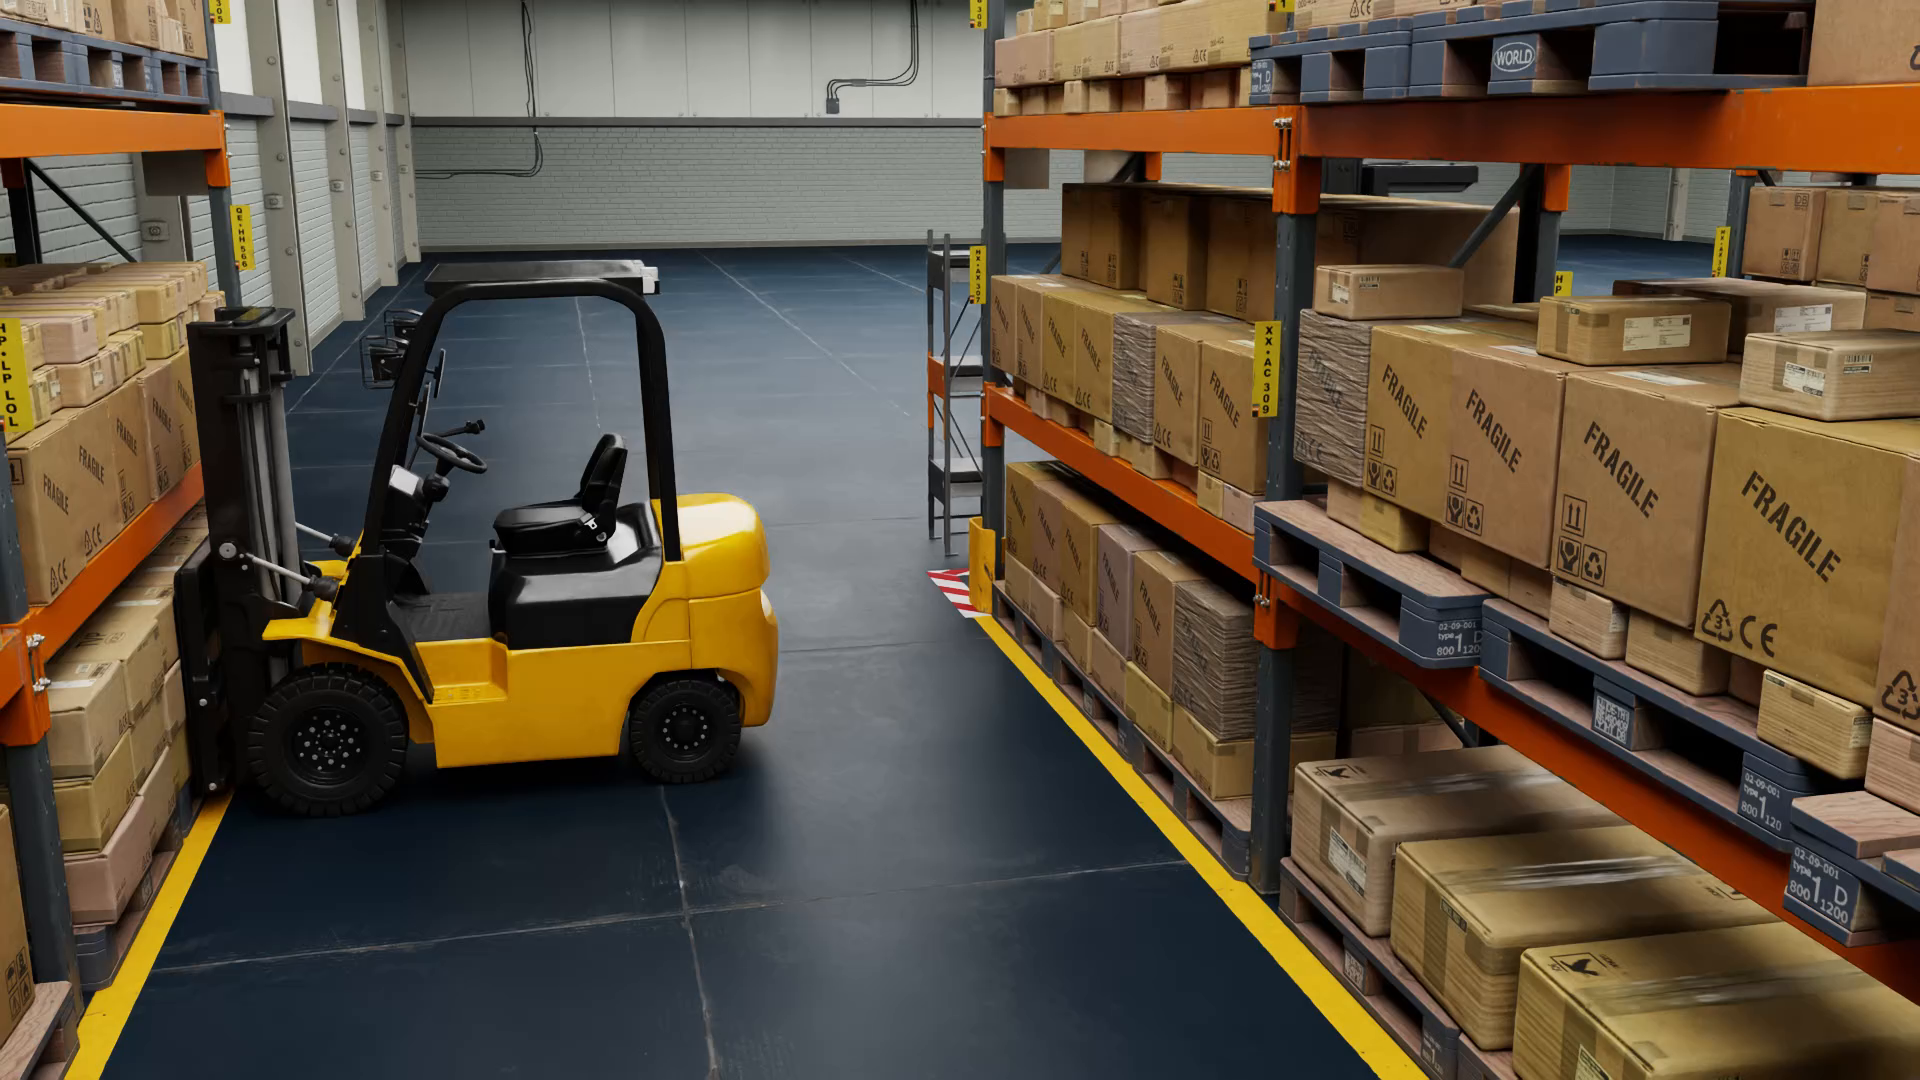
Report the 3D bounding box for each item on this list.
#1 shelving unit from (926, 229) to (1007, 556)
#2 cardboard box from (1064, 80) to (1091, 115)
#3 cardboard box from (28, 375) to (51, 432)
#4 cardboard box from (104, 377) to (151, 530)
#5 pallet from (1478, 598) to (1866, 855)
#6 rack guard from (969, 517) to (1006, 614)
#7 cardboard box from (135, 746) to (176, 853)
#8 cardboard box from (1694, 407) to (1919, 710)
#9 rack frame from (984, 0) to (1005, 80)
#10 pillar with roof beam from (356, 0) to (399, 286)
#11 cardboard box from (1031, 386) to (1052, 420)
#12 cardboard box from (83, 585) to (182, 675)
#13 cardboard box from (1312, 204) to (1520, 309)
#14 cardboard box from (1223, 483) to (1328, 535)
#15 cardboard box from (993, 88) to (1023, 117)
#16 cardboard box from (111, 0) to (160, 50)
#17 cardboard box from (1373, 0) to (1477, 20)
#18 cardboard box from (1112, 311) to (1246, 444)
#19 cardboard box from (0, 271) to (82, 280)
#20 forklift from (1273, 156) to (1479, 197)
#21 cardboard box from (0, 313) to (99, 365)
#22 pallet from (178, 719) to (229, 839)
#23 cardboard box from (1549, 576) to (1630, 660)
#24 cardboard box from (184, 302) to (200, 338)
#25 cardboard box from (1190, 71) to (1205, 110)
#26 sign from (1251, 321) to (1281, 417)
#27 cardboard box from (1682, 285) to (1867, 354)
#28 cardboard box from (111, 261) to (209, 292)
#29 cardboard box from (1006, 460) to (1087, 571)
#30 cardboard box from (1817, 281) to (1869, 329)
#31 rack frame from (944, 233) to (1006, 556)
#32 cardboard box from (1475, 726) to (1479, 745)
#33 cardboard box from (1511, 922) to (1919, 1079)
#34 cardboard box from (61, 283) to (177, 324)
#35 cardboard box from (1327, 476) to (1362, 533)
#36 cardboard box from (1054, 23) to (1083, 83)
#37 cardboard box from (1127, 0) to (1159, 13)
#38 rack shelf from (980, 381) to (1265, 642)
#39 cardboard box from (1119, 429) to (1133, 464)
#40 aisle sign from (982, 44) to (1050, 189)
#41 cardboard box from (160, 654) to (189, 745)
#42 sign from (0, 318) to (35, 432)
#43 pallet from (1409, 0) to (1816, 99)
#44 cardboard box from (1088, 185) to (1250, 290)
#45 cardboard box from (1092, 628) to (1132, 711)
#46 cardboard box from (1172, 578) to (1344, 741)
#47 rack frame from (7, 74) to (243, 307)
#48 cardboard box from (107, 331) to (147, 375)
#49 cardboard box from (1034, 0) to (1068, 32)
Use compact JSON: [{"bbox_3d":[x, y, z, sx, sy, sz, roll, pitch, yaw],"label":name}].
[{"bbox_3d":[0.039,-0.982,11.022,0.431,2.100,0.503,-3,14,-13],"label":"shelving unit"},{"bbox_3d":[0.702,-2.058,7.738,0.380,0.149,0.250,-3,14,-13],"label":"cardboard box"},{"bbox_3d":[-3.134,-0.426,5.274,0.380,0.149,0.250,-3,14,-12],"label":"cardboard box"},{"bbox_3d":[-3.361,-0.316,6.190,0.500,0.500,0.500,-3,14,-14],"label":"cardboard box"},{"bbox_3d":[2.006,0.369,3.999,1.003,0.211,1.213,-3,14,-13],"label":"pallet"},{"bbox_3d":[0.650,0.117,9.896,1.175,0.500,0.348,-3,14,-13],"label":"rack guard"},{"bbox_3d":[-3.179,0.971,6.042,0.500,0.250,0.500,-4,14,-14],"label":"cardboard box"},{"bbox_3d":[1.882,0.009,3.347,0.500,0.500,0.500,-4,14,-17],"label":"cardboard box"},{"bbox_3d":[0.632,-4.029,8.959,1.000,3.000,0.127,-3,14,-13],"label":"rack frame"},{"bbox_3d":[-6.356,-9.317,30.604,9.100,9.000,0.400,-3,14,-13],"label":"pillar with roof beam"},{"bbox_3d":[0.582,-0.719,8.578,0.380,0.149,0.250,-3,14,-12],"label":"cardboard box"},{"bbox_3d":[-3.299,0.370,6.396,0.500,0.250,0.500,-3,14,-11],"label":"cardboard box"},{"bbox_3d":[1.679,-0.985,6.193,0.700,0.500,0.500,-3,14,-14],"label":"cardboard box"},{"bbox_3d":[1.200,-0.127,6.157,0.380,0.149,0.250,-3,14,-14],"label":"cardboard box"},{"bbox_3d":[0.394,-2.356,8.957,0.380,0.149,0.250,-3,14,-13],"label":"cardboard box"},{"bbox_3d":[-3.708,-2.265,6.753,0.700,0.500,0.500,-3,14,-13],"label":"cardboard box"},{"bbox_3d":[1.439,-1.506,4.384,0.500,0.250,0.500,-3,14,-14],"label":"cardboard box"},{"bbox_3d":[0.972,-0.712,7.183,0.500,0.500,0.500,-3,14,-12],"label":"cardboard box"},{"bbox_3d":[-4.216,-1.134,7.544,0.380,0.149,0.250,-3,14,-12],"label":"cardboard box"},{"bbox_3d":[3.054,-1.683,12.139,3.031,2.935,1.130,-2,14,-8],"label":"forklift"},{"bbox_3d":[-3.217,-0.692,5.734,0.380,0.149,0.250,-3,14,-12],"label":"cardboard box"},{"bbox_3d":[-3.689,0.972,7.003,1.003,0.211,1.213,-3,14,-13],"label":"pallet"},{"bbox_3d":[1.673,0.173,4.043,0.380,0.149,0.250,-3,14,-11],"label":"cardboard box"},{"bbox_3d":[-3.748,-1.016,7.689,0.380,0.149,0.250,-3,14,-12],"label":"cardboard box"},{"bbox_3d":[1.130,-1.765,6.541,0.380,0.149,0.250,-4,14,-15],"label":"cardboard box"},{"bbox_3d":[1.046,-0.581,5.660,0.100,0.325,0.005,-3,14,-13],"label":"sign"},{"bbox_3d":[2.161,-0.590,4.434,0.380,0.149,0.250,-4,14,-16],"label":"cardboard box"},{"bbox_3d":[-3.903,-1.275,8.120,0.380,0.149,0.250,-3,14,-13],"label":"cardboard box"},{"bbox_3d":[0.559,-0.141,9.011,0.500,0.500,0.500,-4,14,-15],"label":"cardboard box"},{"bbox_3d":[5.701,-1.278,10.023,0.875,0.550,0.550,-3,14,-13],"label":"cardboard box"},{"bbox_3d":[0.096,-0.926,10.791,0.400,2.100,0.015,-3,14,-13],"label":"rack frame"},{"bbox_3d":[2.643,0.698,7.512,0.500,0.500,0.500,7,15,26],"label":"cardboard box"},{"bbox_3d":[2.034,1.327,4.327,0.950,0.372,0.625,-3,14,-11],"label":"cardboard box"},{"bbox_3d":[-3.506,-0.986,6.938,0.380,0.149,0.250,-3,14,-12],"label":"cardboard box"},{"bbox_3d":[1.394,-0.129,5.280,0.380,0.149,0.250,-3,14,-12],"label":"cardboard box"},{"bbox_3d":[0.745,-2.278,7.802,0.500,0.250,0.500,-3,14,-12],"label":"cardboard box"},{"bbox_3d":[0.915,-2.271,6.932,0.380,0.149,0.250,-3,14,-13],"label":"cardboard box"},{"bbox_3d":[1.102,-0.304,7.868,1.077,0.370,4.000,-3,14,-13],"label":"rack shelf"},{"bbox_3d":[0.927,-0.422,7.364,0.380,0.149,0.250,-4,14,-14],"label":"cardboard box"},{"bbox_3d":[0.316,-2.375,9.350,0.394,0.787,0.004,-3,14,-13],"label":"aisle sign"},{"bbox_3d":[-3.293,0.613,6.454,0.500,0.250,0.500,-3,14,-14],"label":"cardboard box"},{"bbox_3d":[-2.727,-0.471,4.763,0.100,0.325,0.005,-3,14,-13],"label":"sign"},{"bbox_3d":[1.860,-1.171,3.974,1.213,0.211,1.003,-3,14,-13],"label":"pallet"},{"bbox_3d":[1.076,-1.571,8.593,0.700,0.500,0.500,-3,14,-13],"label":"cardboard box"},{"bbox_3d":[0.922,0.578,7.649,0.500,0.250,0.500,-3,14,-12],"label":"cardboard box"},{"bbox_3d":[1.172,0.454,6.579,0.500,0.500,0.500,-3,14,-14],"label":"cardboard box"},{"bbox_3d":[-4.192,-0.837,8.535,1.000,3.000,0.127,-3,14,-13],"label":"rack frame"},{"bbox_3d":[-3.415,-0.724,6.494,0.380,0.149,0.250,-4,14,-14],"label":"cardboard box"},{"bbox_3d":[0.577,-2.564,8.129,0.380,0.149,0.250,-3,14,-13],"label":"cardboard box"}]
